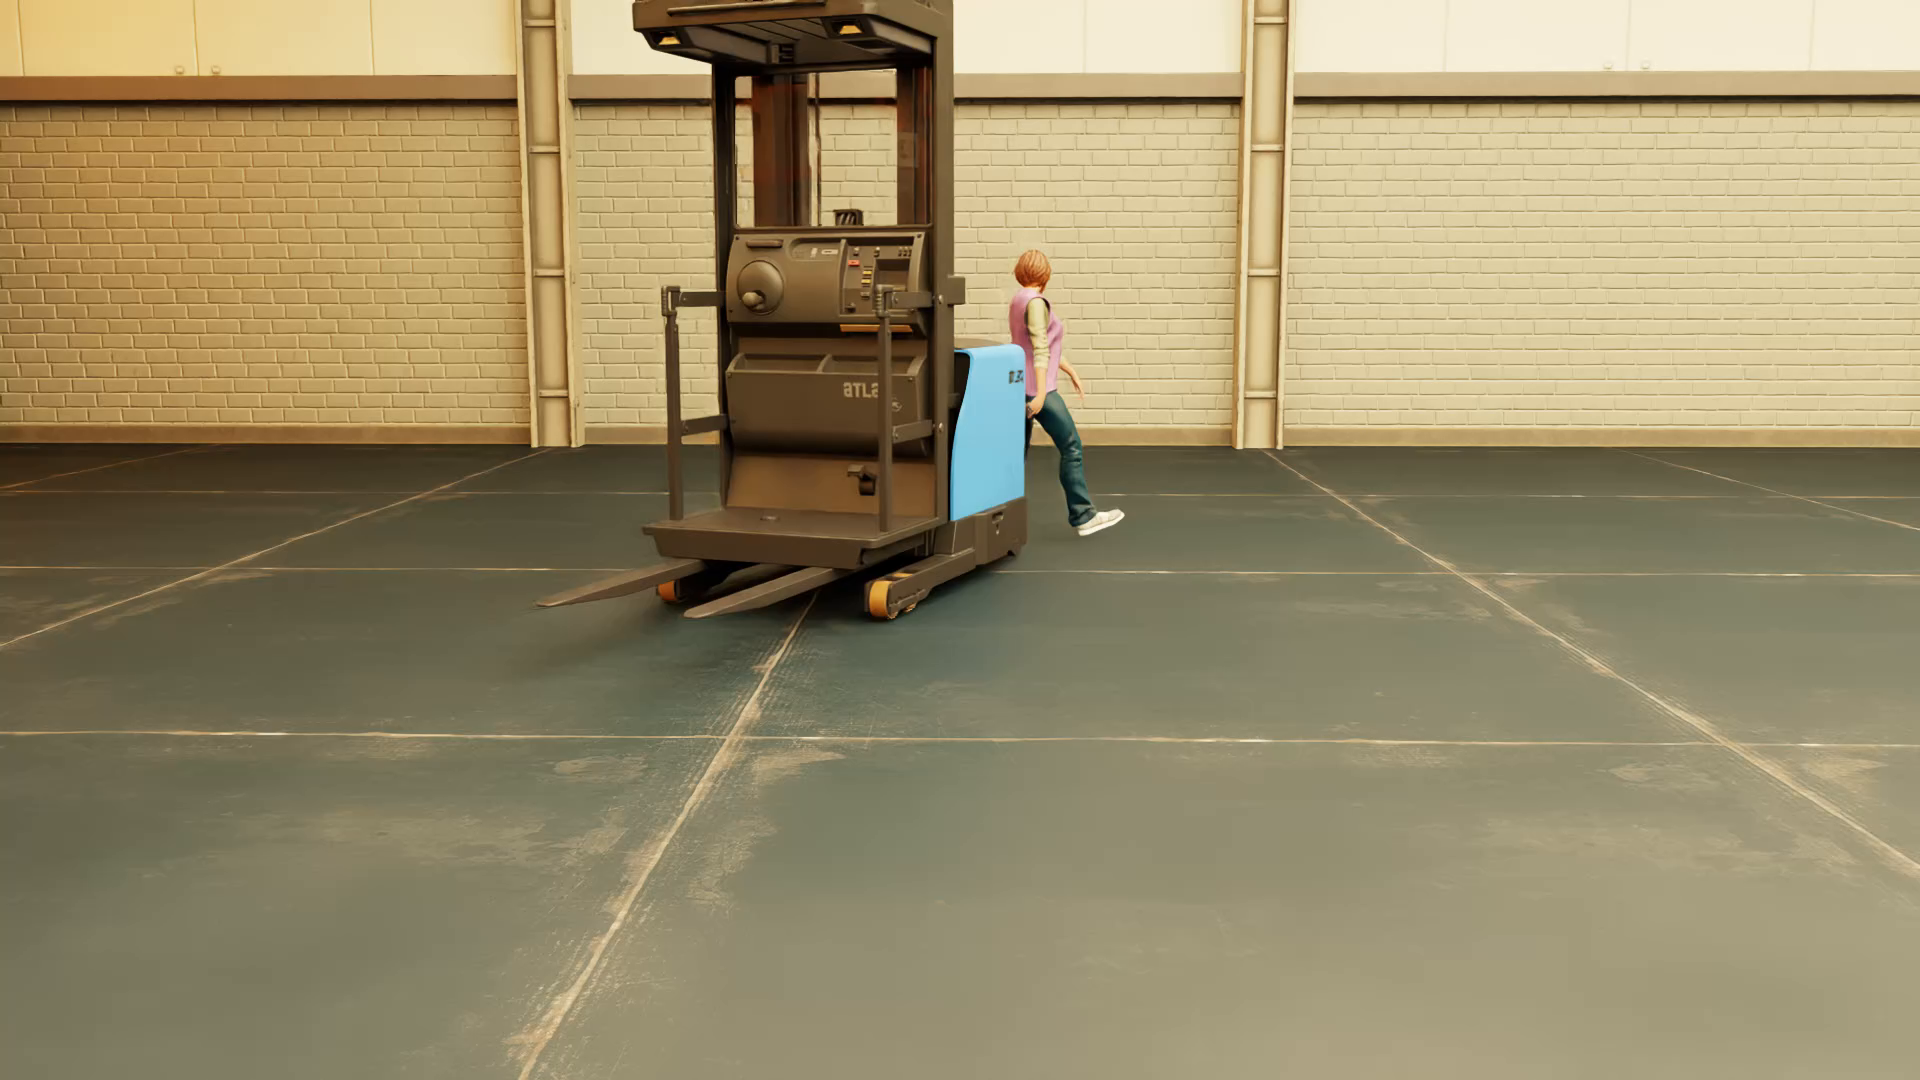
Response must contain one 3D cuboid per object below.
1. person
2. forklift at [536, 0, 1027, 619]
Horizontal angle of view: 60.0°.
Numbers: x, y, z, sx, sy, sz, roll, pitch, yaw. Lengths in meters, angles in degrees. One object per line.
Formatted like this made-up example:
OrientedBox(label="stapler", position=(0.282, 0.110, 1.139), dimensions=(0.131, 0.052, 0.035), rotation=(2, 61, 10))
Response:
OrientedBox(label="person", position=(0.461, -0.788, 8.956), dimensions=(0.835, 1.540, 0.525), rotation=(-3, 9, -19))
OrientedBox(label="forklift", position=(-0.669, -1.191, 7.090), dimensions=(1.130, 2.935, 3.031), rotation=(3, 9, 21))
